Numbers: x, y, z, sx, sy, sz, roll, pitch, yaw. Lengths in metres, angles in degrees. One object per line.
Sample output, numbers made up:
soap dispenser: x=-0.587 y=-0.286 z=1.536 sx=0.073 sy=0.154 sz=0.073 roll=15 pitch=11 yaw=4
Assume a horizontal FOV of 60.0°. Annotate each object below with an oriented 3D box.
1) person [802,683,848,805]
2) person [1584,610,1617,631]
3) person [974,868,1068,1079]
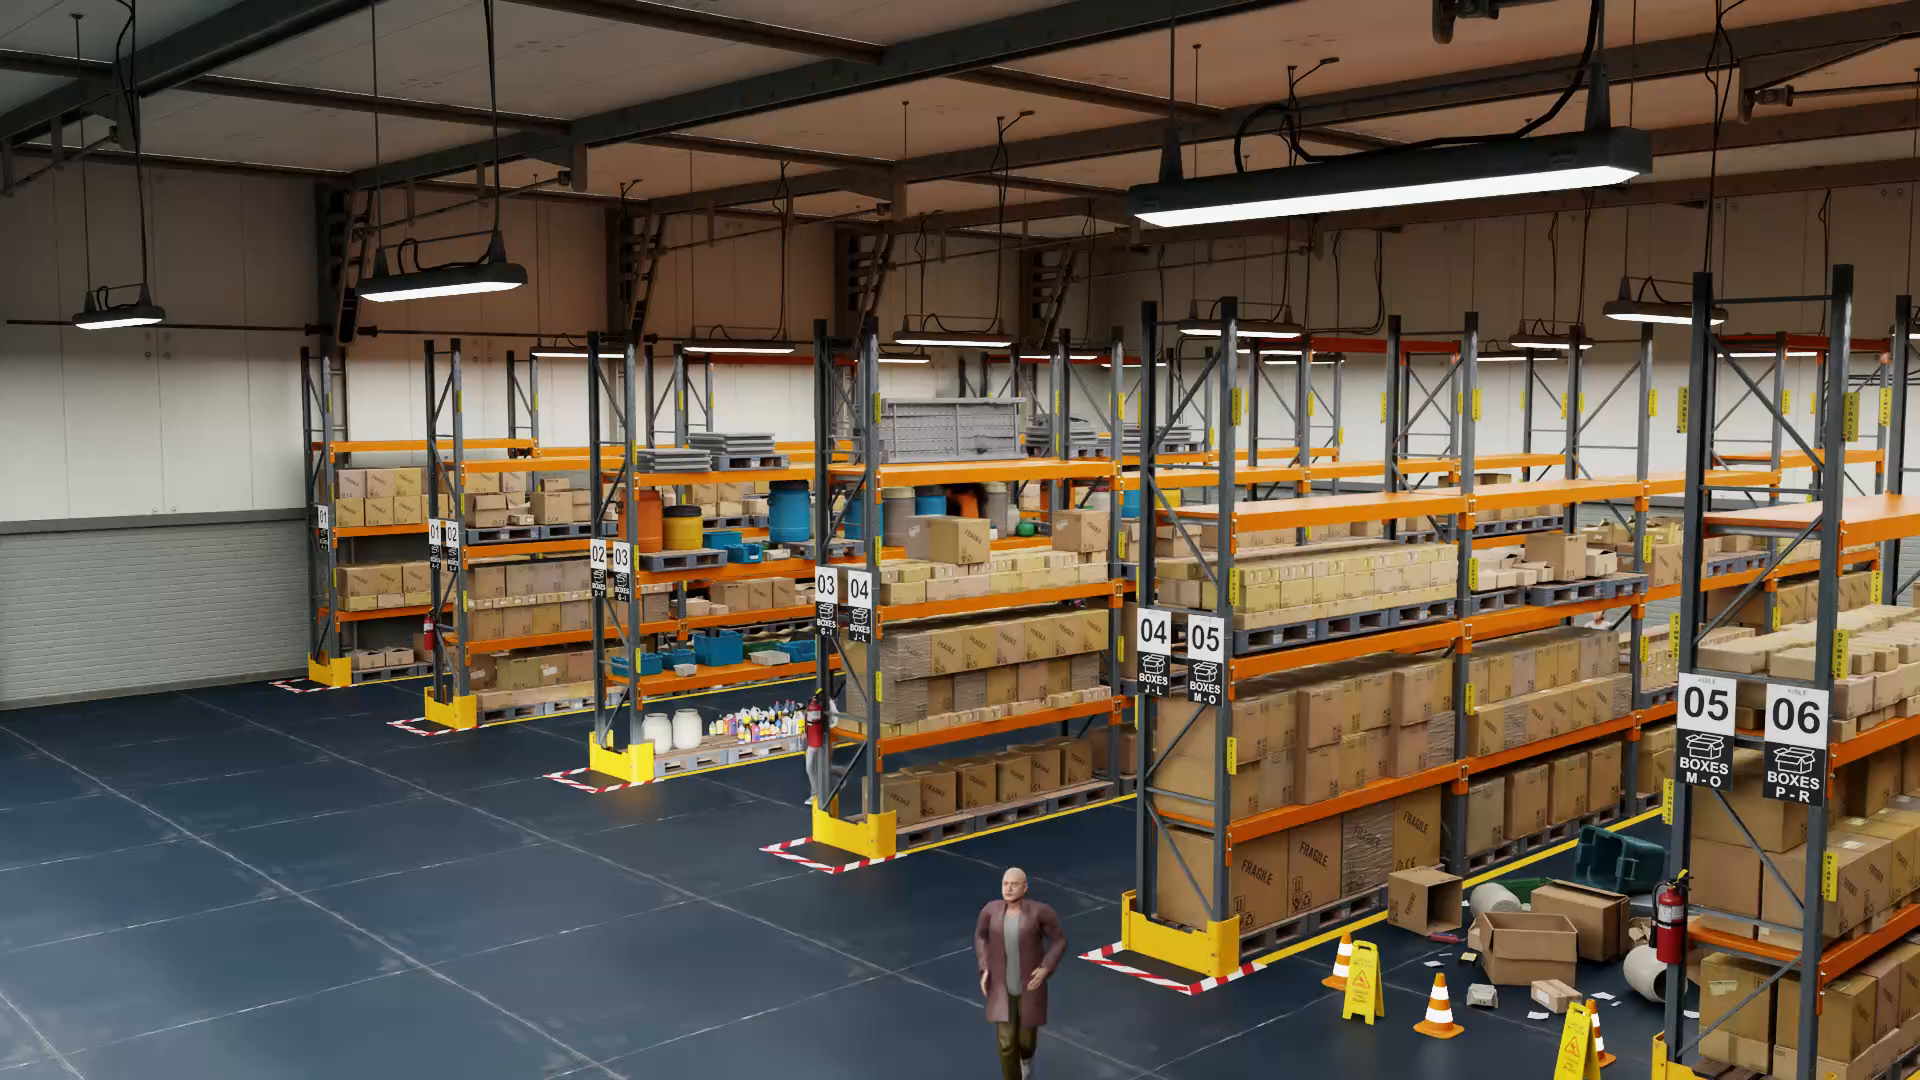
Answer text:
person: x=-1.712 y=2.544 z=21.043 sx=0.575 sy=1.538 sz=0.678 roll=4 pitch=7 yaw=41
person: x=10.537 y=1.898 z=27.460 sx=0.572 sy=1.647 sz=0.927 roll=4 pitch=7 yaw=41
person: x=0.424 y=3.241 z=12.087 sx=0.707 sy=1.761 sz=0.745 roll=1 pitch=5 yaw=13
